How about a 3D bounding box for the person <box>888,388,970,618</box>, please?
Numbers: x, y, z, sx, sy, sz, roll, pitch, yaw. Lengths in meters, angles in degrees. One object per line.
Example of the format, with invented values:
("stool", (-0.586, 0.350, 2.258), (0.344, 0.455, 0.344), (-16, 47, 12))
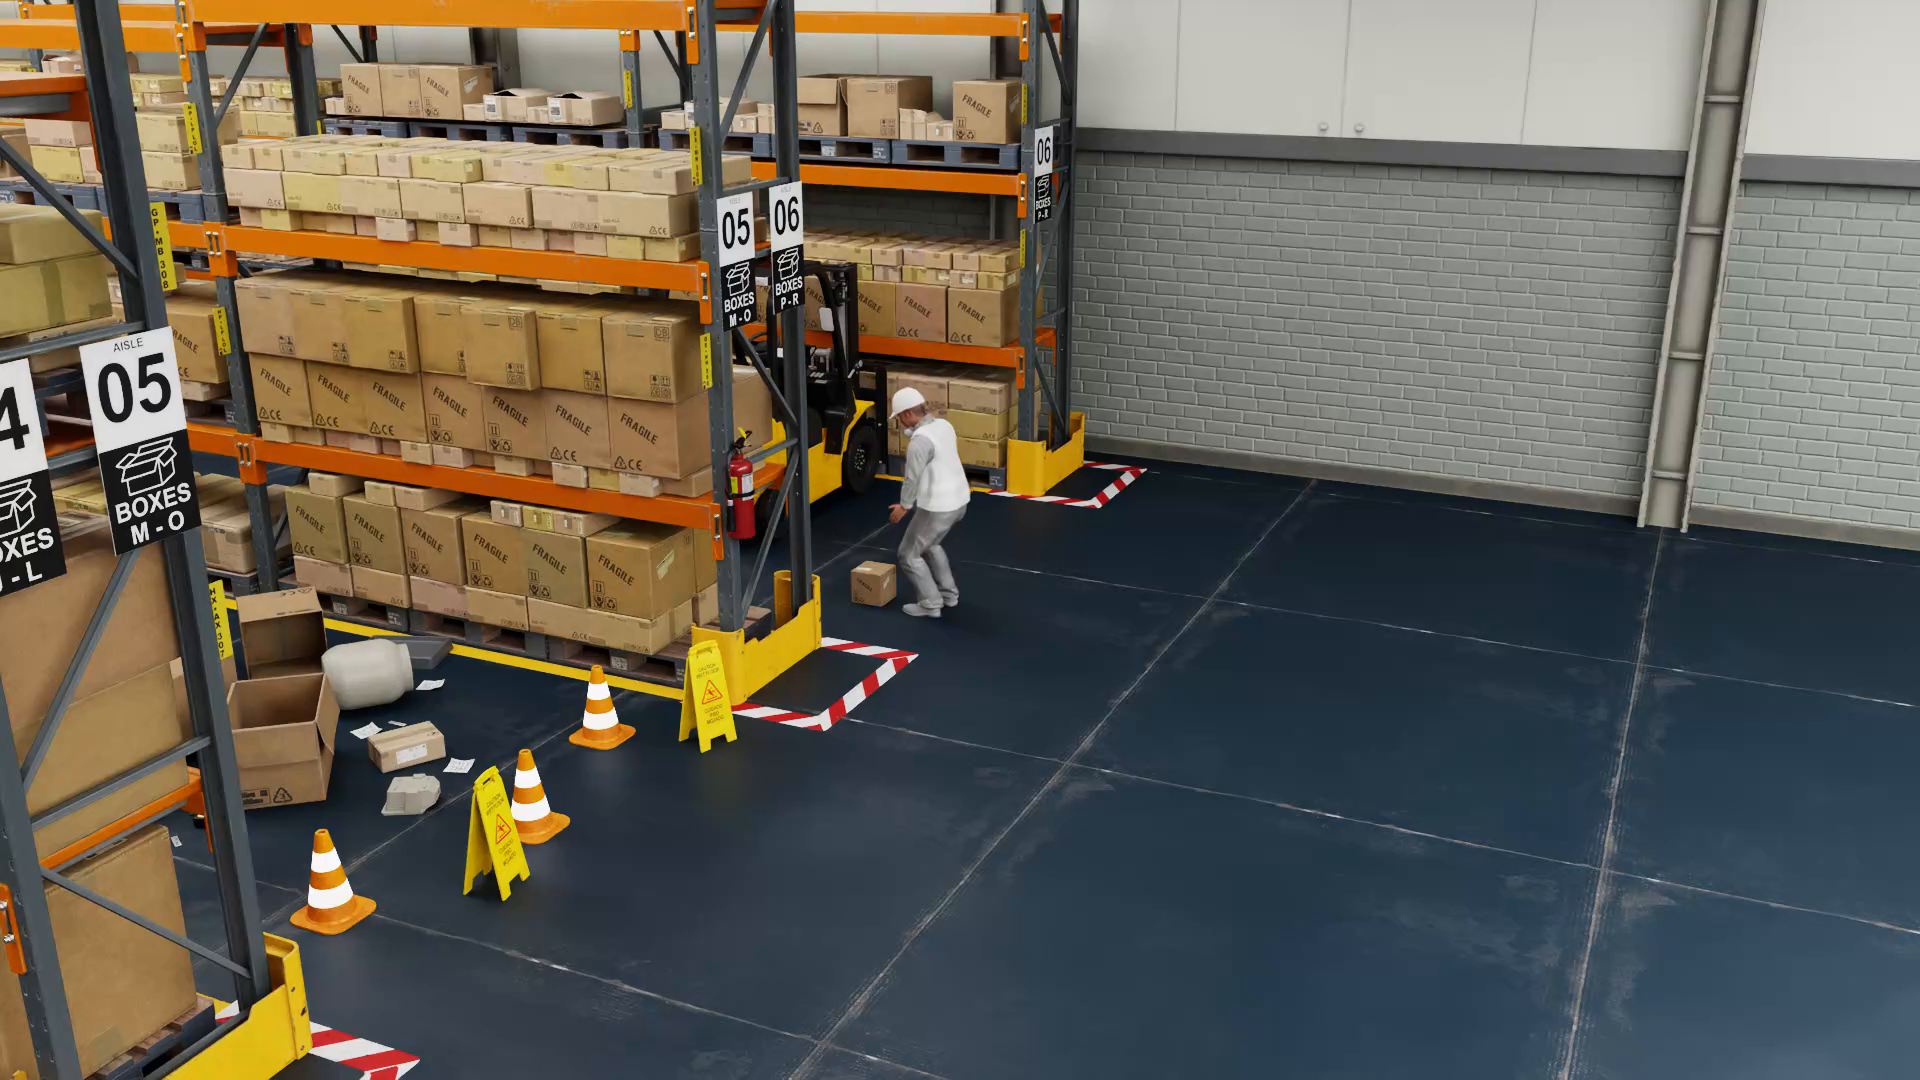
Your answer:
("person", (-0.237, -0.269, 11.992), (0.559, 1.665, 0.574), (9, 21, 24))
